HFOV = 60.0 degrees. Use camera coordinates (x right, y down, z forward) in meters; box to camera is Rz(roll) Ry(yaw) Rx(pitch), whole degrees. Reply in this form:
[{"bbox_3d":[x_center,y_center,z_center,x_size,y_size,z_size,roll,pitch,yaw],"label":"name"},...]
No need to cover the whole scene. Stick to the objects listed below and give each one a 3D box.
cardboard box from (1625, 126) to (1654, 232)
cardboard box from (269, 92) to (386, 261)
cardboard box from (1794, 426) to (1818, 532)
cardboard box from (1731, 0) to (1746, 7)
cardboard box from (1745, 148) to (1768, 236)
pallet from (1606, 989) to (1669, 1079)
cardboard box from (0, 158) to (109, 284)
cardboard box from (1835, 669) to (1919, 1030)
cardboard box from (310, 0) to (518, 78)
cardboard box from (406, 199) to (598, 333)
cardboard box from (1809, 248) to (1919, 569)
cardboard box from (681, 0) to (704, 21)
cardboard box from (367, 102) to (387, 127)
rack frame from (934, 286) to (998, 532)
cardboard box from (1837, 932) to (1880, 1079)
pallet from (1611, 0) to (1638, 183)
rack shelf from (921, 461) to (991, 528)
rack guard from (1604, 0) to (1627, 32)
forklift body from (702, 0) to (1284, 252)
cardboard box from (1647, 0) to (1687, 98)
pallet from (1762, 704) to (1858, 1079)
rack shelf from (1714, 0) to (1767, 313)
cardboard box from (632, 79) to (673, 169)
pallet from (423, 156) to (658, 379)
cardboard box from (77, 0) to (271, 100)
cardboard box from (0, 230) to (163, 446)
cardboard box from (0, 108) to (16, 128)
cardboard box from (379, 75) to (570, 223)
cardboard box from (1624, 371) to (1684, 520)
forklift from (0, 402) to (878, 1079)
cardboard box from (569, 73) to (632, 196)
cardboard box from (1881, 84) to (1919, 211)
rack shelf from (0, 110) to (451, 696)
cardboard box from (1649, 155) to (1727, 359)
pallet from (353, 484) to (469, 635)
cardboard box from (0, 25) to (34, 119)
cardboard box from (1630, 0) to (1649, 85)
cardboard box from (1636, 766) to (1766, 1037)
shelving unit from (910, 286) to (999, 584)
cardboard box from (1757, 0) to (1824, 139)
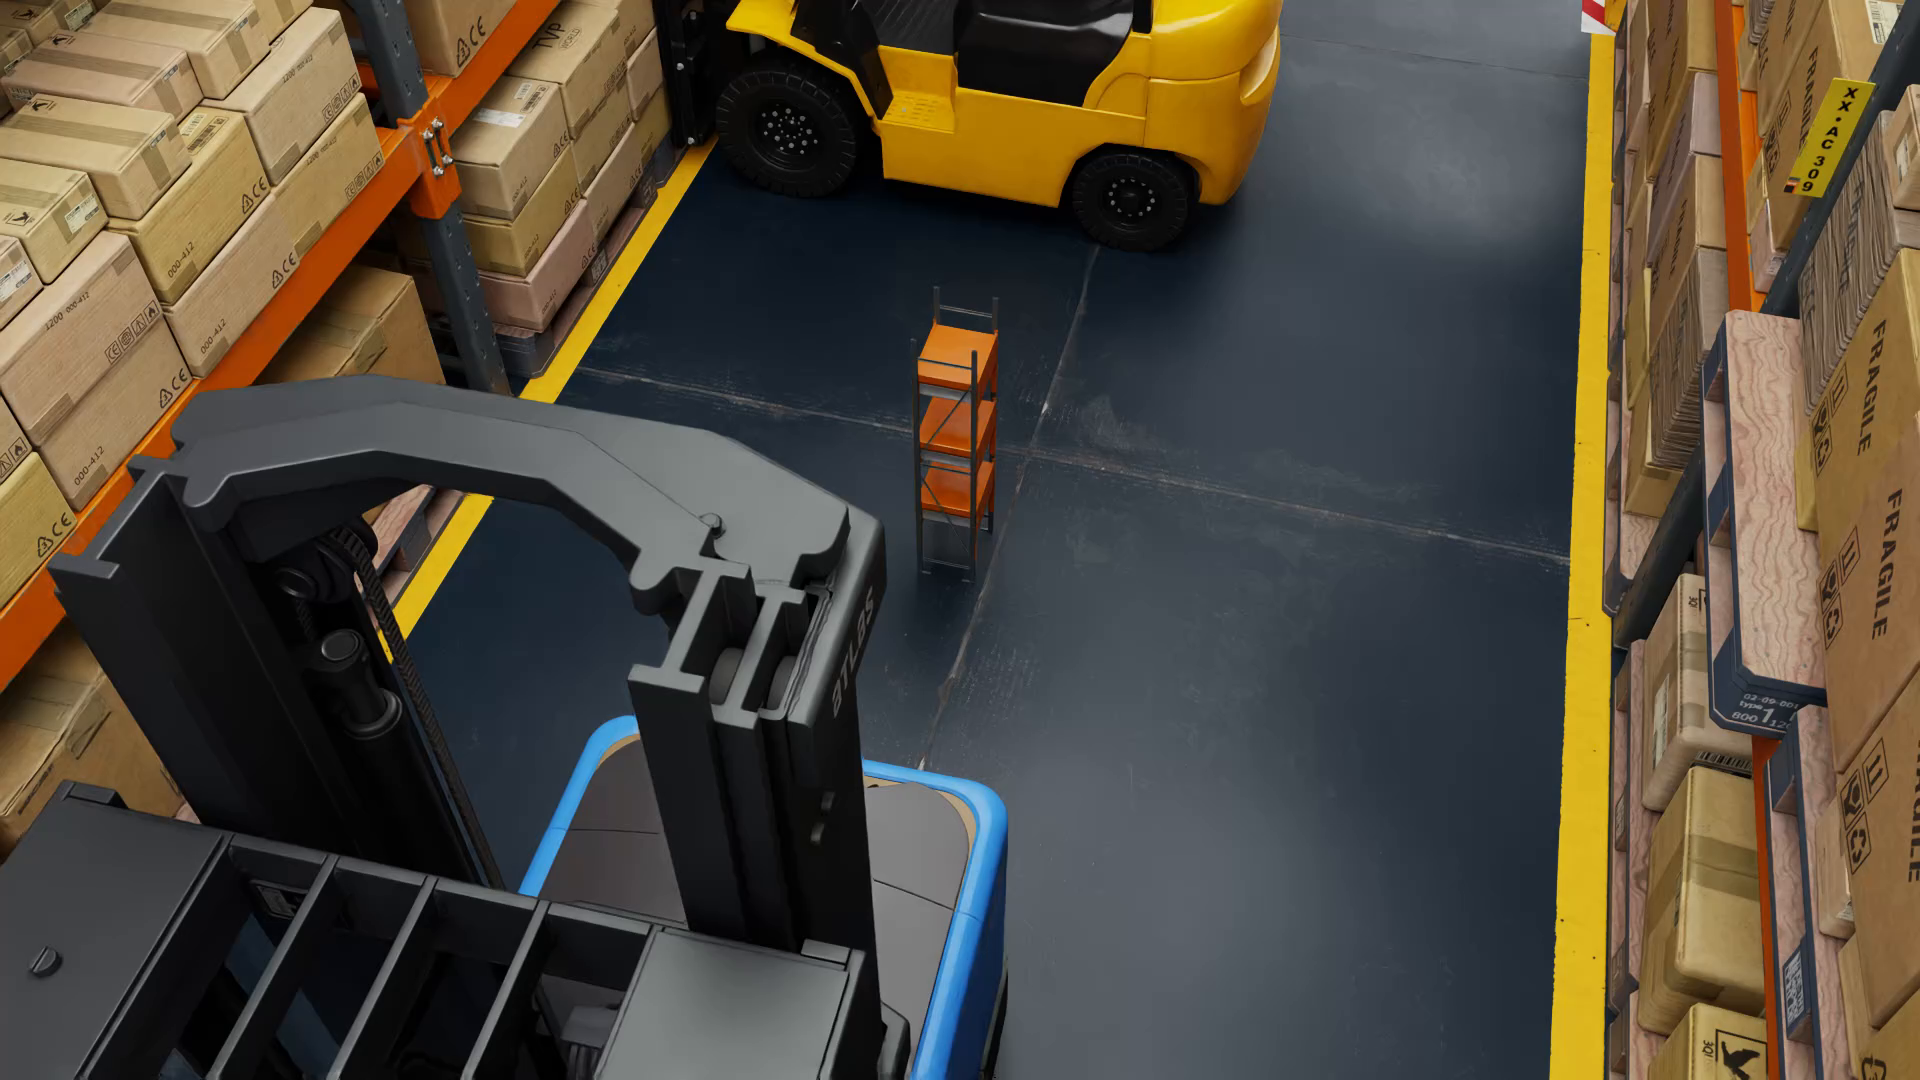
[{"bbox_3d":[2.932,-1.411,6.548,0.500,0.250,0.500,15,50,13],"label":"cardboard box"},{"bbox_3d":[-2.039,-1.093,4.814,0.500,0.250,0.500,13,50,11],"label":"cardboard box"},{"bbox_3d":[2.107,-0.122,3.744,0.380,0.149,0.250,12,50,11],"label":"cardboard box"},{"bbox_3d":[2.815,-1.899,5.593,0.380,0.149,0.250,12,50,10],"label":"cardboard box"},{"bbox_3d":[2.481,-0.973,4.776,0.380,0.149,0.250,13,50,11],"label":"cardboard box"},{"bbox_3d":[2.108,1.789,4.030,1.003,0.211,1.213,12,50,10],"label":"pallet"},{"bbox_3d":[-2.271,-0.765,3.925,0.380,0.149,0.250,10,49,9],"label":"cardboard box"},{"bbox_3d":[1.832,0.521,2.744,0.500,0.500,0.500,10,49,8],"label":"cardboard box"},{"bbox_3d":[-1.790,-1.861,5.325,0.500,0.500,0.500,10,49,9],"label":"cardboard box"},{"bbox_3d":[-1.712,-1.072,6.250,0.500,0.250,0.500,12,50,10],"label":"cardboard box"},{"bbox_3d":[2.100,-0.208,3.387,0.500,0.500,0.500,12,50,10],"label":"cardboard box"},{"bbox_3d":[-1.325,-2.333,7.029,0.500,0.250,0.500,11,50,10],"label":"cardboard box"},{"bbox_3d":[-2.216,-1.513,5.972,0.500,0.250,0.500,12,50,11],"label":"cardboard box"},{"bbox_3d":[0.018,-0.397,5.400,0.200,1.050,0.008,12,50,10],"label":"rack frame"},{"bbox_3d":[1.769,0.836,2.899,0.380,0.149,0.250,10,49,9],"label":"cardboard box"},{"bbox_3d":[3.416,-1.917,7.301,1.003,0.211,1.213,12,50,10],"label":"pallet"},{"bbox_3d":[-0.014,-0.163,5.487,0.184,0.087,0.229,12,50,10],"label":"rack shelf"},{"bbox_3d":[3.664,-2.593,7.705,1.175,0.500,0.348,12,50,10],"label":"rack guard"},{"bbox_3d":[0.155,-2.440,6.469,2.313,2.155,1.214,12,50,10],"label":"forklift body"},{"bbox_3d":[3.066,-2.027,6.592,0.500,0.500,0.500,10,49,9],"label":"cardboard box"},{"bbox_3d":[2.060,0.935,3.052,1.003,0.211,1.213,12,50,10],"label":"pallet"},{"bbox_3d":[3.157,-1.791,5.810,1.077,0.370,4.000,12,50,10],"label":"rack shelf"},{"bbox_3d":[-1.473,-1.818,6.907,0.500,0.250,0.500,12,50,11],"label":"cardboard box"},{"bbox_3d":[-1.909,-1.203,6.671,1.003,0.211,1.213,12,50,10],"label":"pallet"},{"bbox_3d":[-2.085,-1.325,4.420,0.380,0.149,0.250,11,49,9],"label":"cardboard box"},{"bbox_3d":[-2.310,-0.527,3.981,0.500,0.250,0.500,12,50,11],"label":"cardboard box"},{"bbox_3d":[-2.682,-0.997,4.396,0.500,0.250,0.500,11,50,10],"label":"cardboard box"},{"bbox_3d":[-1.729,-1.407,5.878,0.500,0.250,0.500,11,49,9],"label":"cardboard box"},{"bbox_3d":[2.527,-0.292,5.561,0.500,0.250,0.500,14,50,12],"label":"cardboard box"},{"bbox_3d":[-0.712,1.304,2.644,1.121,2.935,3.031,10,49,9],"label":"forklift"},{"bbox_3d":[-1.603,-1.607,6.388,0.500,0.250,0.500,11,50,10],"label":"cardboard box"},{"bbox_3d":[2.166,-0.797,3.475,0.380,0.149,0.250,11,50,10],"label":"cardboard box"},{"bbox_3d":[-2.685,0.126,4.118,1.077,0.370,4.000,12,50,10],"label":"rack shelf"},{"bbox_3d":[2.660,-0.908,5.605,0.500,0.500,0.500,12,50,11],"label":"cardboard box"},{"bbox_3d":[-2.315,-0.096,5.693,1.003,0.211,1.213,12,50,10],"label":"pallet"},{"bbox_3d":[-2.646,-1.230,4.336,0.380,0.149,0.250,11,50,10],"label":"cardboard box"},{"bbox_3d":[12.828,-0.308,4.582,20.716,1.739,1.673,11,50,10],"label":"cardboard box"},{"bbox_3d":[2.309,1.049,4.296,0.950,0.372,0.625,14,50,12],"label":"cardboard box"},{"bbox_3d":[-0.014,-0.309,5.322,0.215,1.050,0.252,12,50,10],"label":"shelving unit"},{"bbox_3d":[2.637,-1.458,4.771,0.500,0.500,0.500,13,50,11],"label":"cardboard box"}]
